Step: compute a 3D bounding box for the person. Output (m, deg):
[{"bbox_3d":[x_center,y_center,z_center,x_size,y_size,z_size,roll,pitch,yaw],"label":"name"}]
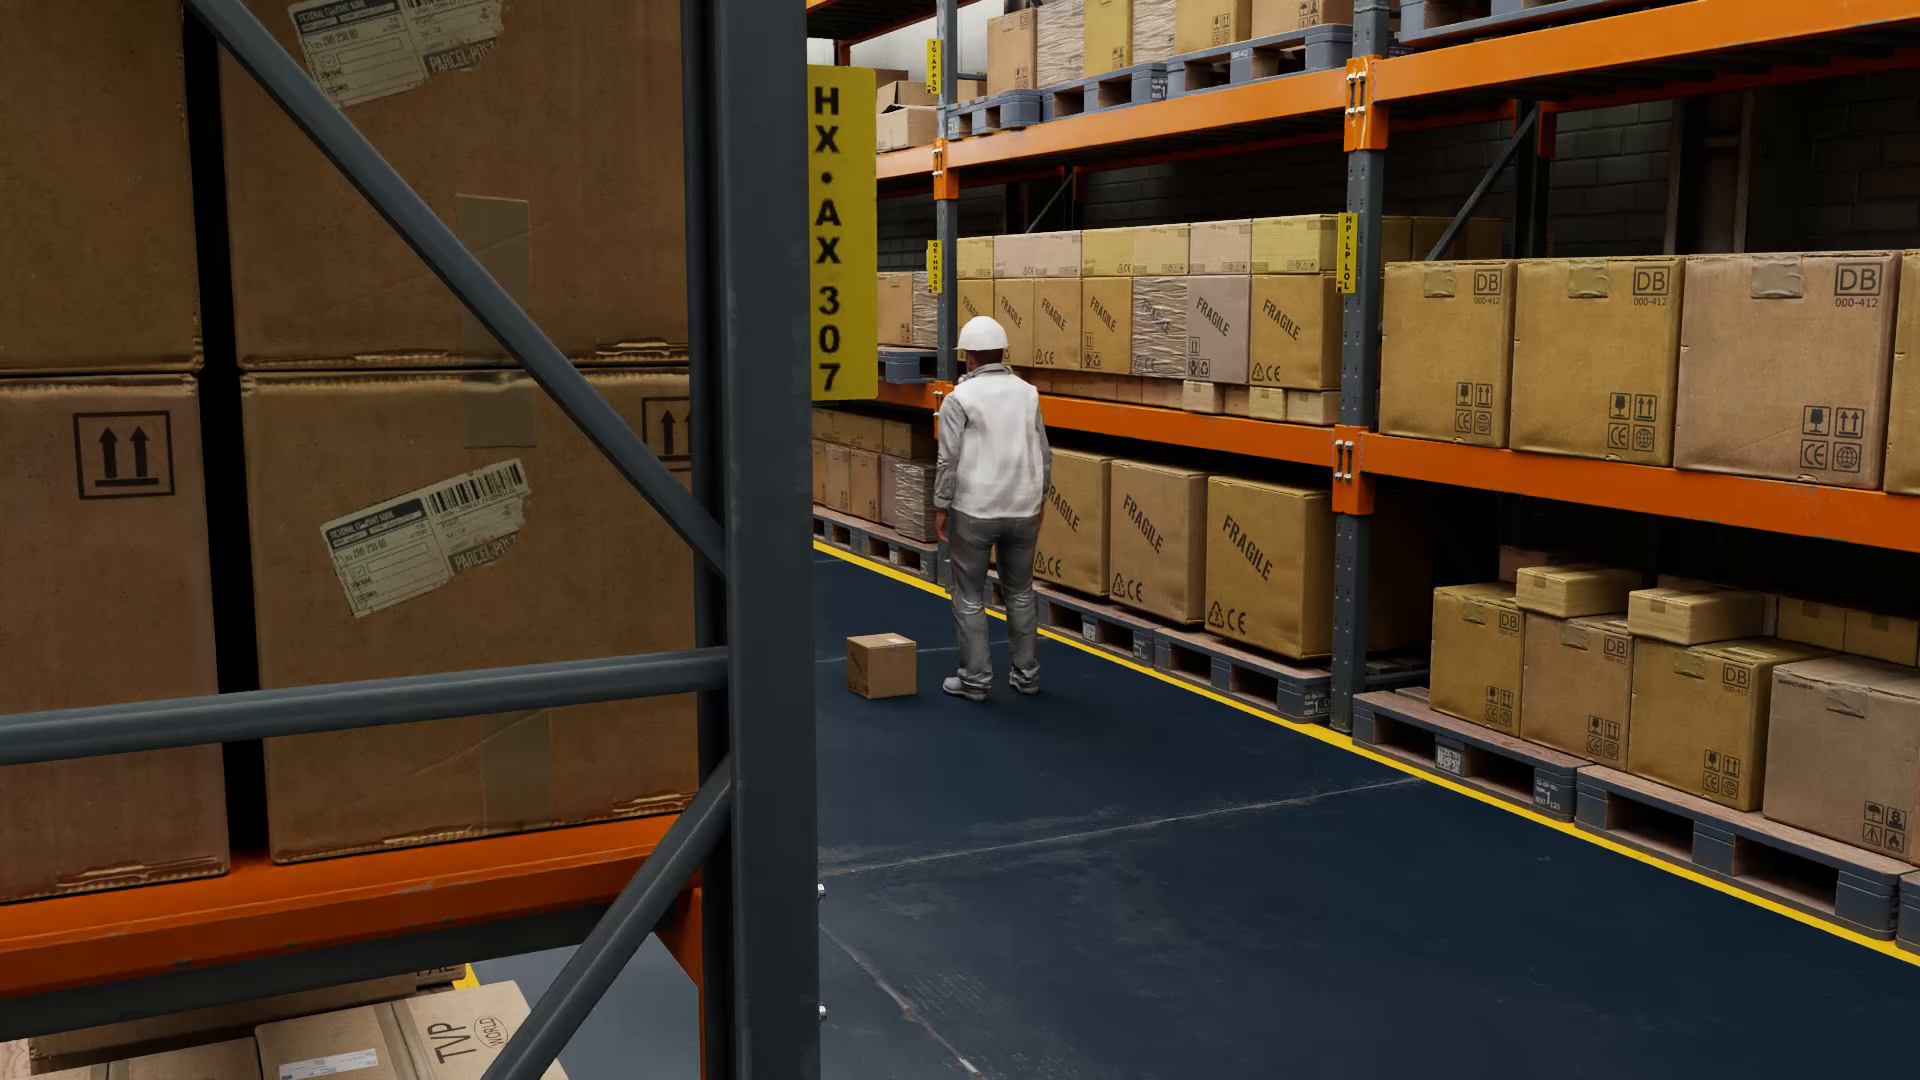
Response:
[{"bbox_3d":[0.148,-0.148,7.749,0.580,1.771,0.464,-4,9,-24],"label":"person"}]
